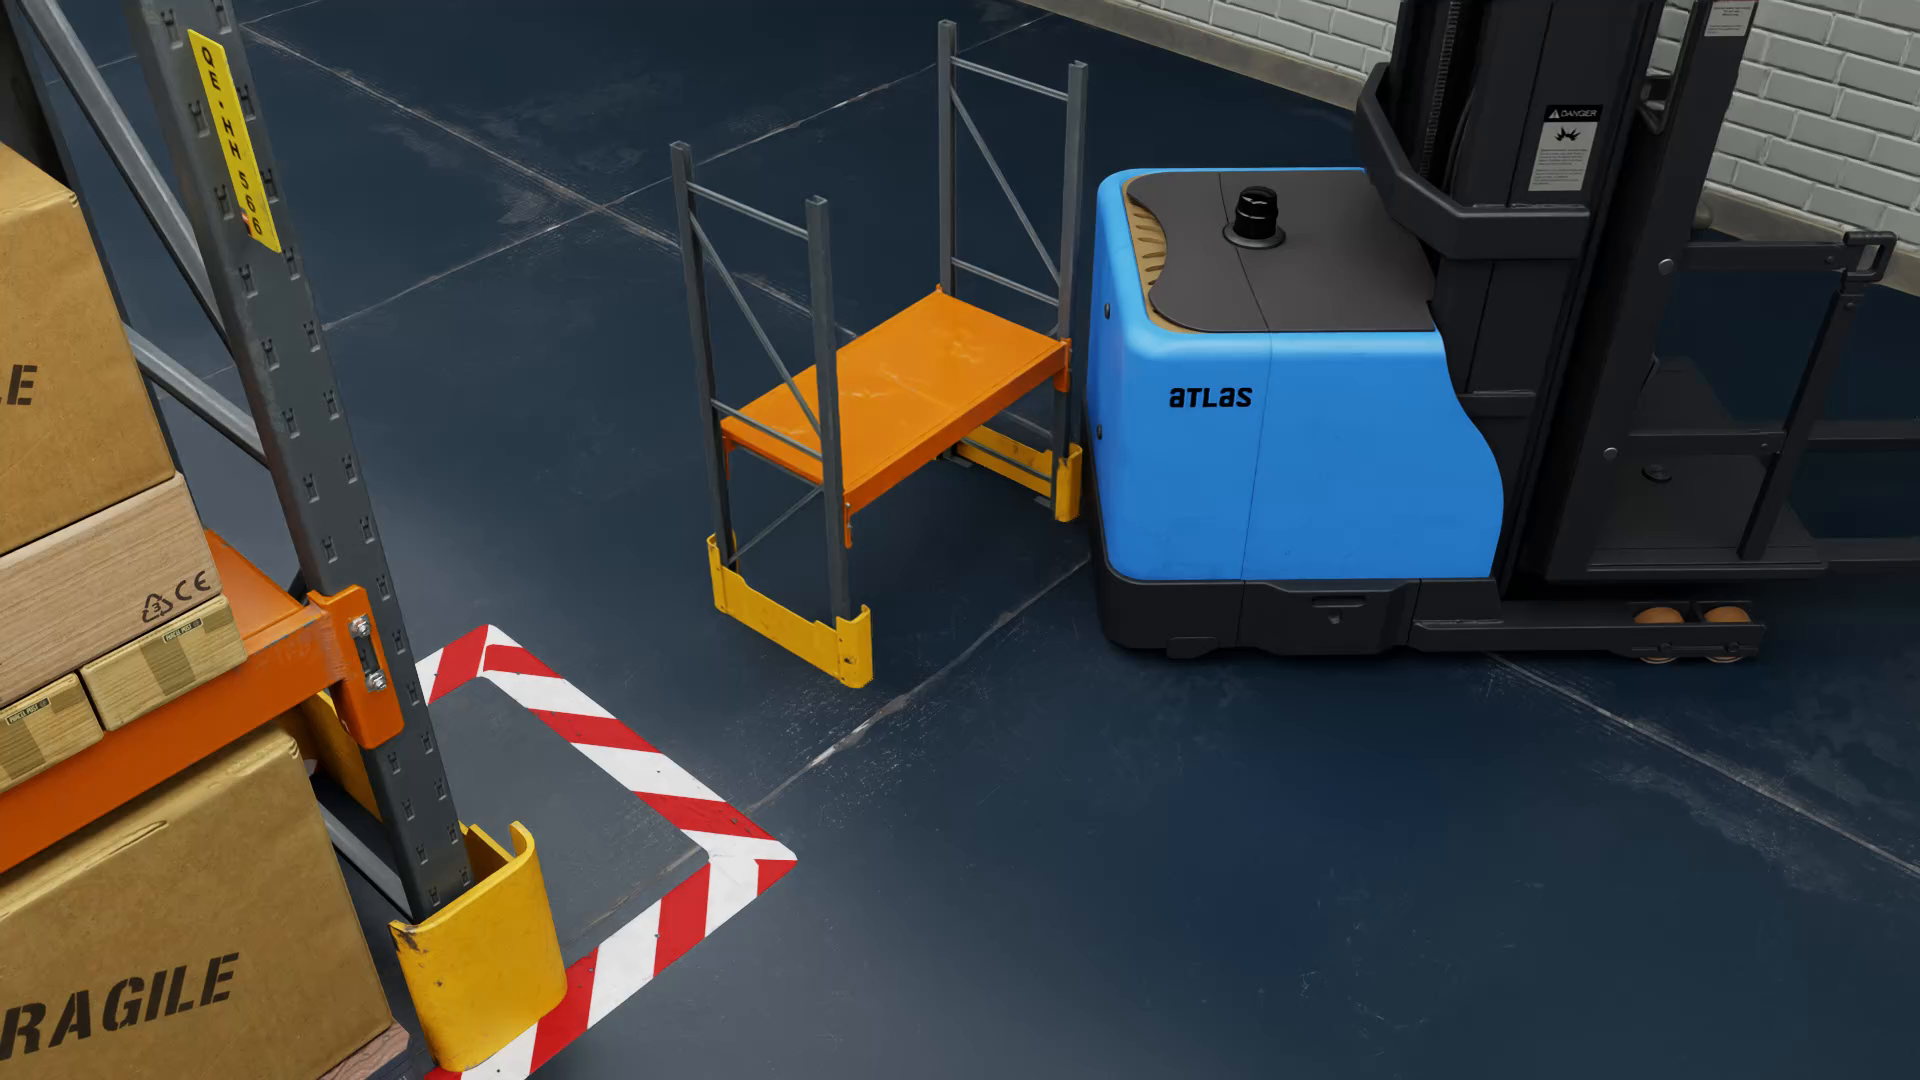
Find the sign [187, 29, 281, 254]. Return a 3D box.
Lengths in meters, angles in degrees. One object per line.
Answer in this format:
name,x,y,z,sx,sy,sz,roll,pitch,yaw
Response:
sign,-1.070,-0.583,2.453,0.100,0.325,0.005,30,47,32

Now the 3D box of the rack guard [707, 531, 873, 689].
rack guard,-0.493,0.195,4.804,0.587,0.250,0.087,27,46,30

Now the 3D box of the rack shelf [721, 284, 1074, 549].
rack shelf,-0.183,-0.389,4.823,0.538,0.185,1.000,27,46,30

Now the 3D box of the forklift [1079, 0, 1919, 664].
forklift,1.914,-1.122,4.306,3.031,2.935,1.130,-1,38,-1

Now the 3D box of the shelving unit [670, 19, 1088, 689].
shelving unit,-0.177,-0.534,4.716,0.587,1.500,1.083,27,46,30

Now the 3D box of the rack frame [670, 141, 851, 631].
rack frame,-0.506,-0.285,4.403,0.500,1.500,0.032,27,46,30

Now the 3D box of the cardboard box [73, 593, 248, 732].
cardboard box,-1.458,0.128,2.880,0.380,0.149,0.250,31,48,33

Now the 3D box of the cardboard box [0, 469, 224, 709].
cardboard box,-1.592,0.005,2.716,0.500,0.250,0.500,29,47,31

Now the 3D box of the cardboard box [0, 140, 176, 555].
cardboard box,-1.595,-0.289,2.482,0.500,0.500,0.500,30,47,32

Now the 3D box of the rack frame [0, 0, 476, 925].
rack frame,-1.461,-0.272,3.182,1.000,3.000,0.127,30,47,32

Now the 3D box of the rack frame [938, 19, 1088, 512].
rack frame,0.140,-0.774,5.018,0.500,1.500,0.032,27,46,30

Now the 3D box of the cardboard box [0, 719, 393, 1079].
cardboard box,-1.833,0.723,3.300,0.875,0.875,0.875,30,47,32

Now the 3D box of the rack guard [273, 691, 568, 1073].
rack guard,-1.445,0.696,3.974,1.175,0.500,0.348,30,47,32

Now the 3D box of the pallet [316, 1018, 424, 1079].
pallet,-1.942,1.220,3.546,1.003,0.211,1.213,30,47,32

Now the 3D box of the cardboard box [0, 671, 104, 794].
cardboard box,-1.632,0.249,2.729,0.380,0.149,0.250,30,47,32

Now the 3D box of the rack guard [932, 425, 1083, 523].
rack guard,0.139,-0.284,5.406,0.587,0.250,0.087,27,46,30

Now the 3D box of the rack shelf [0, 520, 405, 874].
rack shelf,-2.810,0.929,2.250,1.077,0.370,4.000,30,47,32
